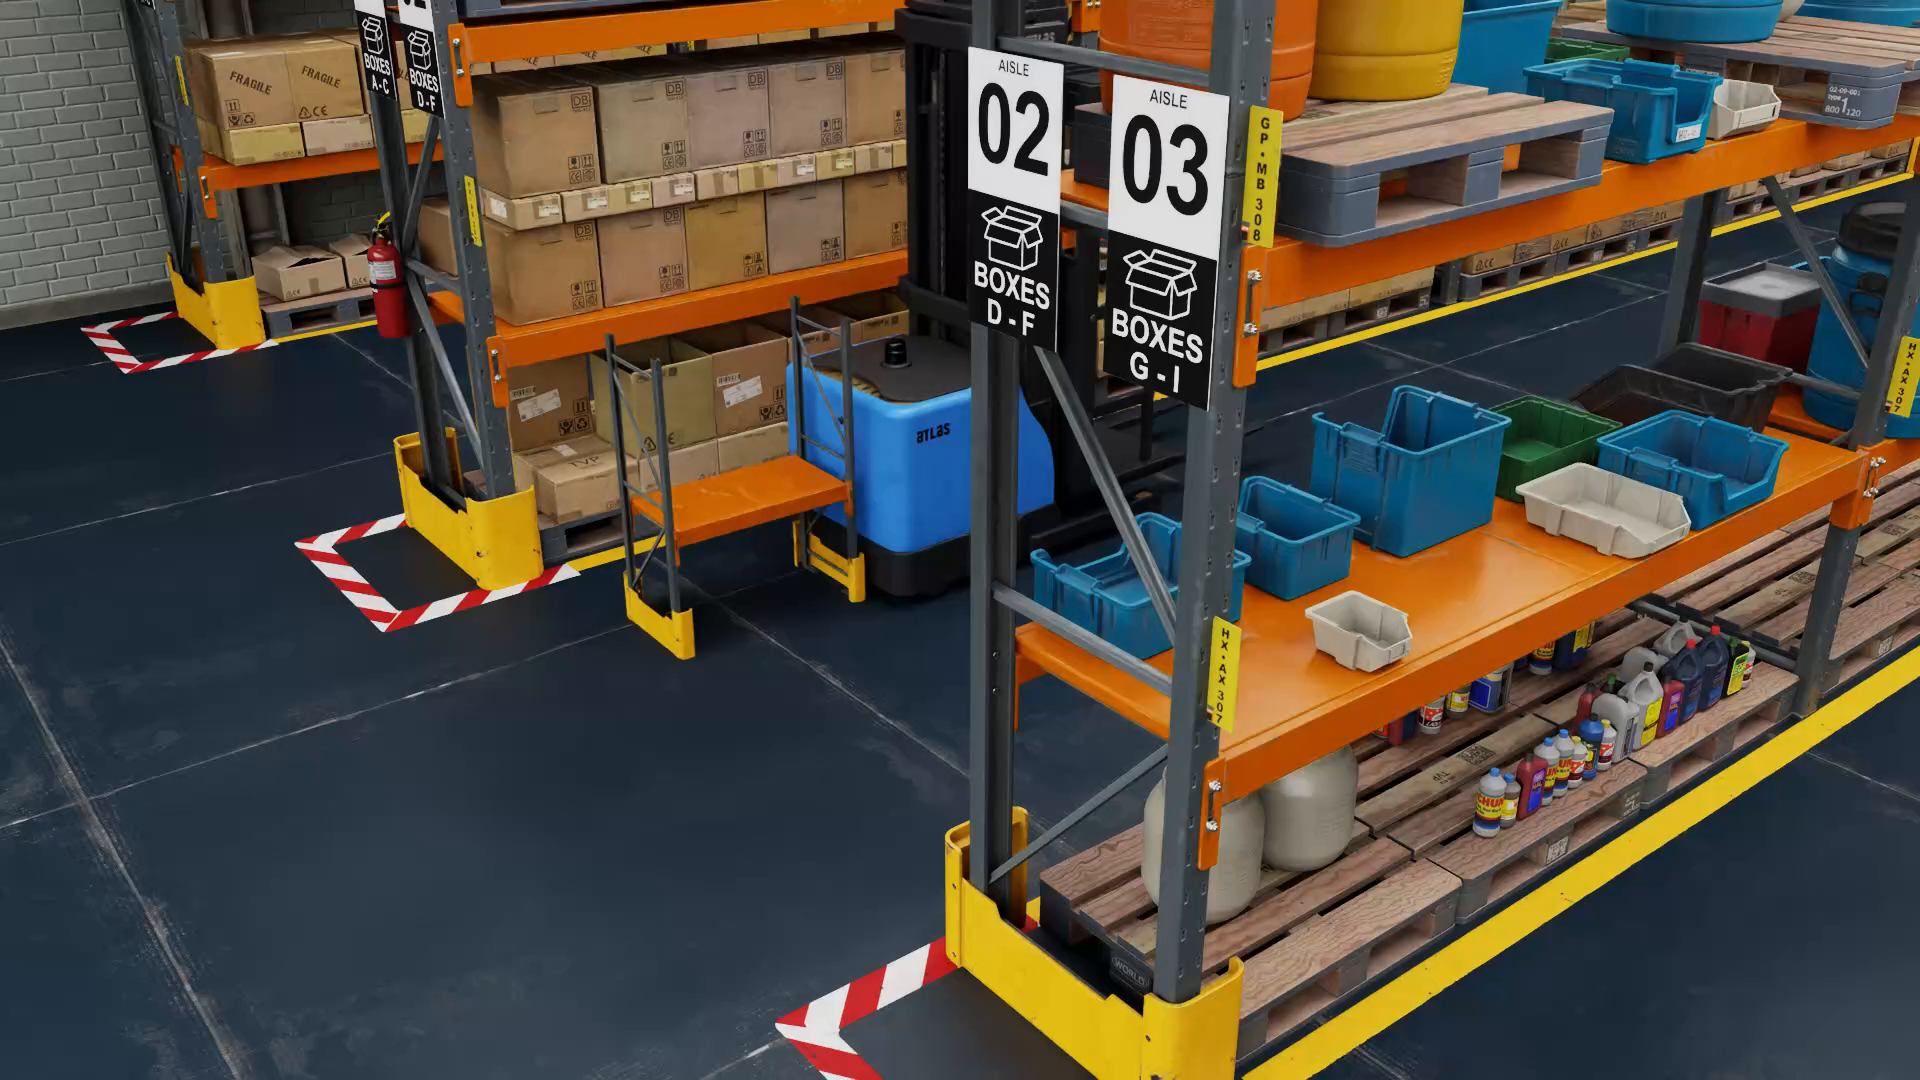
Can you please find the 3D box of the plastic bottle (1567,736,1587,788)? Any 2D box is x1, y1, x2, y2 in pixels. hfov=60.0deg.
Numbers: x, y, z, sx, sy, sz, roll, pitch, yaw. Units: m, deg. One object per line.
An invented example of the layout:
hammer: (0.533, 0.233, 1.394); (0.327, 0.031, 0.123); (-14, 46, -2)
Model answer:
plastic bottle: (2.432, 0.874, 6.606); (0.097, 0.201, 0.097); (0, 25, 0)

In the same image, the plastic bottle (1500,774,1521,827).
plastic bottle: (2.087, 0.988, 6.360); (0.097, 0.201, 0.097); (0, 25, 0)

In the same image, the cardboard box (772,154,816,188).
cardboard box: (-1.015, -2.099, 9.319); (0.250, 0.149, 0.380); (-18, 30, -34)

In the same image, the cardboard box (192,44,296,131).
cardboard box: (-5.165, -3.275, 12.007); (0.500, 0.500, 0.500); (-18, 31, -34)

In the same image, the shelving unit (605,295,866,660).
shelving unit: (-1.085, -0.335, 8.190); (1.083, 1.500, 0.587); (-18, 30, -33)

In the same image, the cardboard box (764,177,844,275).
cardboard box: (-1.075, -1.895, 9.651); (0.500, 0.500, 0.700); (-17, 30, -33)

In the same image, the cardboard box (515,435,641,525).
cardboard box: (-2.108, -0.338, 9.183); (0.500, 0.250, 0.500); (-18, 31, -34)

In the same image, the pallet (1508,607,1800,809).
pallet: (2.980, 0.699, 7.493); (1.213, 0.211, 1.003); (-18, 31, -34)

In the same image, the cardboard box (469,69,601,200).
cardboard box: (-2.250, -2.094, 8.539); (0.500, 0.500, 0.700); (-18, 30, -34)

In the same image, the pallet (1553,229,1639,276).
pallet: (5.199, -2.639, 14.686); (1.213, 0.211, 1.003); (-18, 31, -34)

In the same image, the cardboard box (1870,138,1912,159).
cardboard box: (9.648, -4.328, 17.460); (0.500, 0.500, 0.500); (-18, 31, -34)

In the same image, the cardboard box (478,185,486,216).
cardboard box: (-2.484, -1.831, 8.743); (0.250, 0.149, 0.380); (-19, 31, -35)

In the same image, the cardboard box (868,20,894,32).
cardboard box: (-0.762, -4.836, 15.466); (0.500, 0.500, 0.700); (-18, 31, -34)

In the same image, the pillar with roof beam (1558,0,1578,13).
pillar with roof beam: (11.111, -9.409, 18.833); (0.400, 9.000, 9.100); (-18, 31, -34)

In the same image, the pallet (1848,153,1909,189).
pallet: (9.237, -3.993, 17.604); (1.213, 0.211, 1.003); (-18, 31, -34)

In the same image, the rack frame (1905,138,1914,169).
rack frame: (9.924, -5.486, 17.507); (0.127, 3.000, 1.000); (-18, 31, -34)

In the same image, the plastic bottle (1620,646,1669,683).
plastic bottle: (2.943, 0.579, 7.151); (0.135, 0.276, 0.152); (-18, 31, -34)

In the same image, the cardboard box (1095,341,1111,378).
cardboard box: (0.951, -1.334, 11.329); (0.500, 0.250, 0.500); (-19, 31, -35)

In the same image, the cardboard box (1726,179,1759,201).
cardboard box: (7.240, -3.464, 15.822); (0.500, 0.311, 0.500); (-18, 31, -34)

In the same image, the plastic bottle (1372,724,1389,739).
plastic bottle: (1.777, 0.670, 6.957); (0.135, 0.276, 0.152); (-18, 30, -34)

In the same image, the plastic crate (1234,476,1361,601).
plastic crate: (1.110, -0.016, 5.898); (0.408, 0.251, 0.499); (-18, 31, -34)

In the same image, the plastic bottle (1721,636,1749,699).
plastic bottle: (3.359, 0.540, 7.227); (0.133, 0.283, 0.061); (-17, 30, -32)

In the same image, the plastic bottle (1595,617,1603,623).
plastic bottle: (3.013, 0.249, 7.869); (0.097, 0.271, 0.097); (0, 25, 0)

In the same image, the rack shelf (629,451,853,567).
rack shelf: (-1.092, -0.169, 8.260); (1.000, 0.185, 0.538); (-18, 30, -33)

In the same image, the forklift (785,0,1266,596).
forklift: (0.521, -1.537, 9.081); (3.031, 2.935, 1.130); (-20, 31, -36)

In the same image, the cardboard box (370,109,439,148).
cardboard box: (-4.342, -3.202, 12.741); (0.500, 0.250, 0.500); (-19, 31, -35)

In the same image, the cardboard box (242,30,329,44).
cardboard box: (-5.085, -3.571, 12.645); (0.500, 0.500, 0.500); (-18, 30, -33)

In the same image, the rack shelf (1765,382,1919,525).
rack shelf: (5.108, -0.920, 8.523); (4.000, 0.370, 1.077); (-18, 31, -34)

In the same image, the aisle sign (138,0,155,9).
aisle sign: (-5.598, -4.031, 11.283); (0.004, 0.787, 0.394); (-18, 31, -34)

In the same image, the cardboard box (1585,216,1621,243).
cardboard box: (5.377, -2.901, 14.383); (0.500, 0.500, 0.500); (-19, 31, -36)

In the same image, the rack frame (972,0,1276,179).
rack frame: (0.387, -2.409, 3.750); (0.127, 3.000, 1.000); (-18, 31, -34)

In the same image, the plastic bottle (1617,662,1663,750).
plastic bottle: (2.800, 0.672, 6.863); (0.185, 0.351, 0.144); (-18, 31, -34)

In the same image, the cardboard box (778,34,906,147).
cardboard box: (-0.656, -2.623, 9.679); (0.500, 0.500, 0.700); (-18, 31, -34)

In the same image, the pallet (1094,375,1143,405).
pallet: (1.036, -1.308, 11.817); (1.213, 0.211, 1.003); (-18, 31, -34)

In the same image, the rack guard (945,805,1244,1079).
rack guard: (0.417, 1.411, 5.616); (0.348, 0.500, 1.175); (-18, 31, -34)

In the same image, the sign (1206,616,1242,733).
sign: (0.723, 0.370, 4.560); (0.005, 0.325, 0.100); (-18, 31, -34)

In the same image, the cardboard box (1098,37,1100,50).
cardboard box: (1.436, -5.055, 16.854); (0.250, 0.149, 0.380); (-17, 30, -32)

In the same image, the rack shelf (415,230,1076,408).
rack shelf: (-1.093, -1.523, 9.822); (4.000, 0.370, 1.077); (-18, 31, -34)

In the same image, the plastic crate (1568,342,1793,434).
plastic crate: (3.044, -0.605, 7.063); (0.504, 0.338, 0.767); (-18, 31, -34)

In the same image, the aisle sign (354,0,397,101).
aisle sign: (-2.900, -2.589, 8.177); (0.004, 0.787, 0.394); (-18, 31, -34)

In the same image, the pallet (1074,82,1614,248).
pallet: (1.098, -1.145, 4.815); (1.213, 0.211, 1.003); (-18, 31, -34)

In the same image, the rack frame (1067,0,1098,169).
rack frame: (0.481, -2.368, 10.790); (0.127, 3.000, 1.000); (-18, 31, -34)

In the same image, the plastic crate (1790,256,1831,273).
plastic crate: (4.210, -1.109, 8.095); (0.575, 0.384, 0.392); (-18, 31, -34)

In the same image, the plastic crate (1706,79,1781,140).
plastic crate: (2.521, -1.417, 5.489); (0.396, 0.136, 0.243); (-18, 31, -34)

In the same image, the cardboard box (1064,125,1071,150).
cardboard box: (1.228, -4.410, 17.245); (0.750, 0.750, 0.750); (-19, 31, -35)

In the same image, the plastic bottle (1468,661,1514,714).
plastic bottle: (2.271, 0.584, 7.142); (0.135, 0.276, 0.152); (-18, 31, -34)

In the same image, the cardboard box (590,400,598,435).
cardboard box: (-2.041, -0.644, 9.841); (0.500, 0.250, 0.500); (-18, 31, -34)

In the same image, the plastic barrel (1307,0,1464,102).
plastic barrel: (1.205, -1.662, 4.983); (0.600, 0.588, 0.600); (0, 25, 0)

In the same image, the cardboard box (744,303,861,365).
cardboard box: (-0.926, -1.067, 9.863); (0.500, 0.500, 0.500); (-18, 31, -34)

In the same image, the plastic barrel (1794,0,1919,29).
plastic barrel: (3.801, -2.519, 6.955); (0.708, 0.901, 0.600); (-18, 31, -34)

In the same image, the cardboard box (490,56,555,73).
cardboard box: (-3.552, -3.806, 13.150); (0.500, 0.500, 0.500); (-19, 31, -35)

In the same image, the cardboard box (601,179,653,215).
cardboard box: (-1.822, -1.833, 8.748); (0.250, 0.149, 0.380); (-18, 30, -34)

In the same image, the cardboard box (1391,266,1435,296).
cardboard box: (3.365, -2.133, 13.051); (0.500, 0.250, 0.500); (-17, 30, -33)
